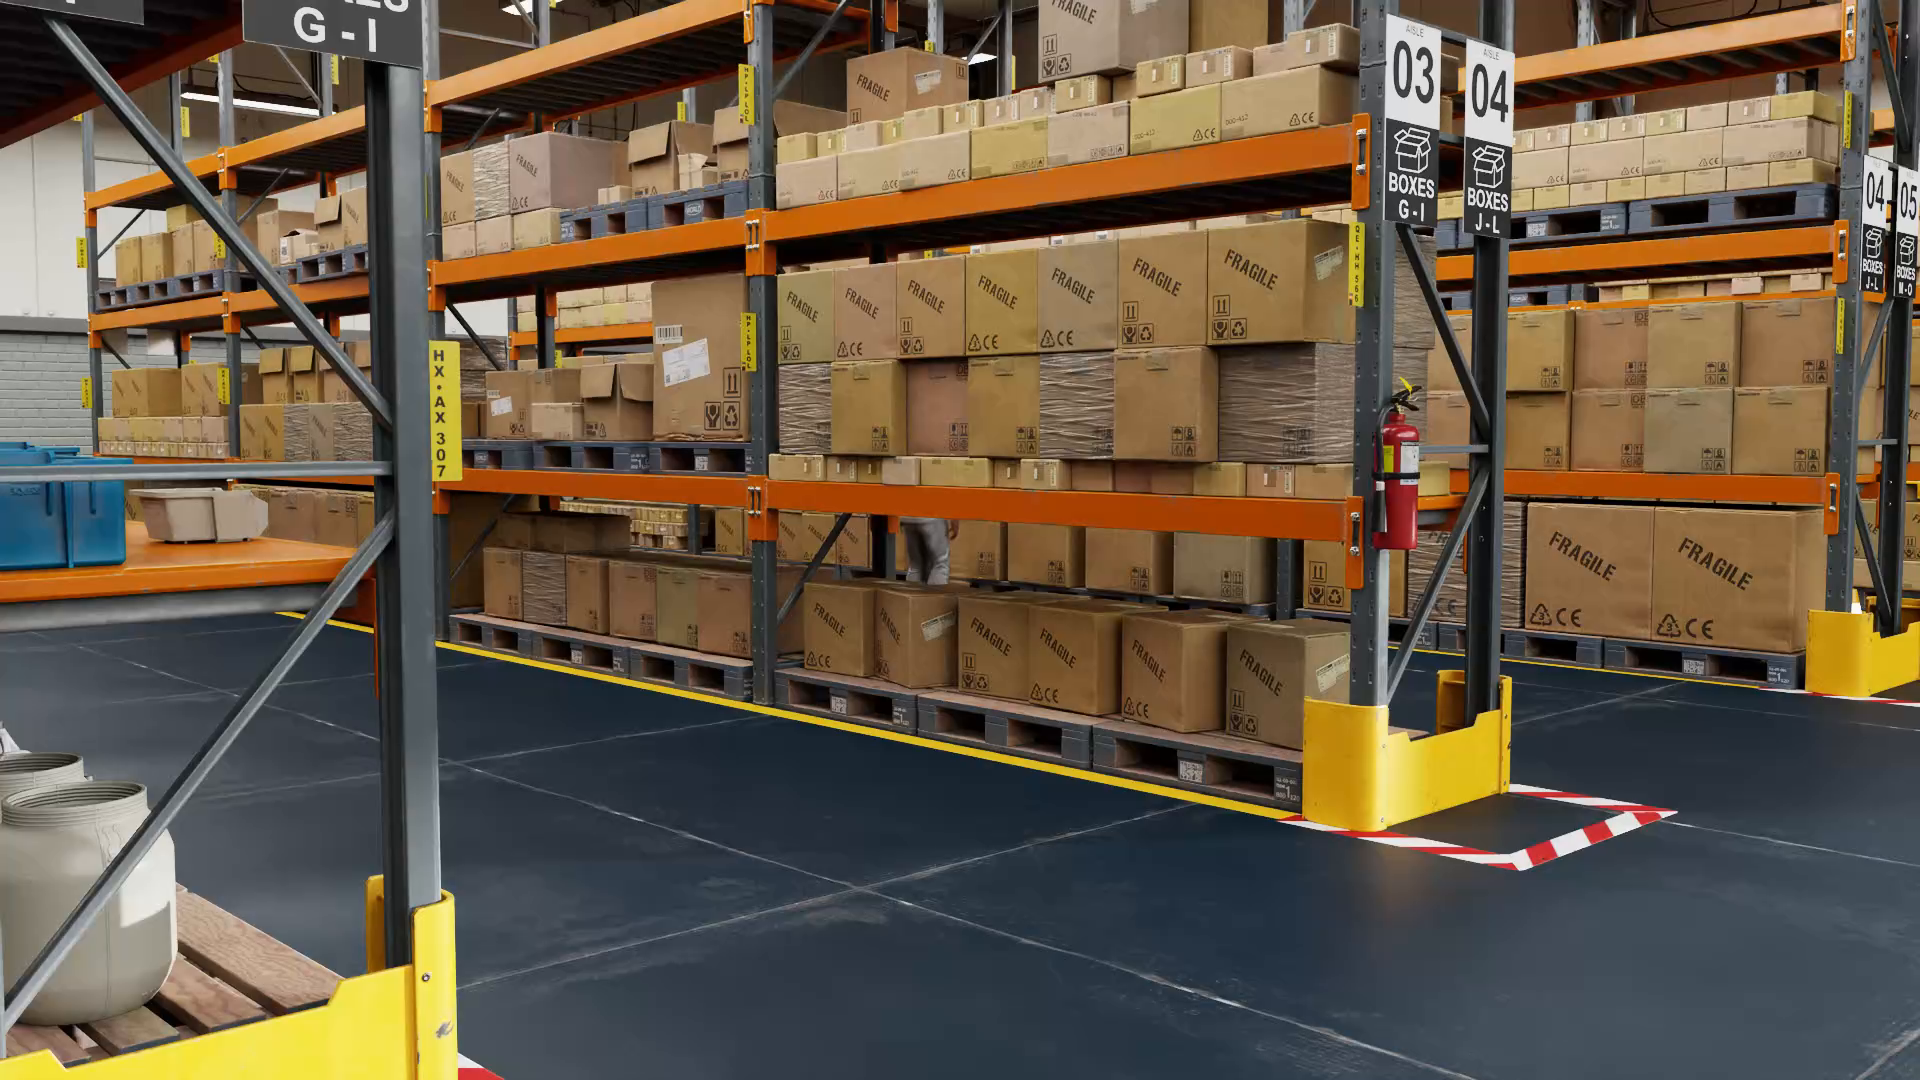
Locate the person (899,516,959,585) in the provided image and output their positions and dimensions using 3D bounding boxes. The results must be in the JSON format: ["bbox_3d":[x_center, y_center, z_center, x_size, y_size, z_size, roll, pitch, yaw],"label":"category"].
[{"bbox_3d":[-0.261,-0.176,13.255,0.622,1.759,0.462,4,5,44],"label":"person"}]
